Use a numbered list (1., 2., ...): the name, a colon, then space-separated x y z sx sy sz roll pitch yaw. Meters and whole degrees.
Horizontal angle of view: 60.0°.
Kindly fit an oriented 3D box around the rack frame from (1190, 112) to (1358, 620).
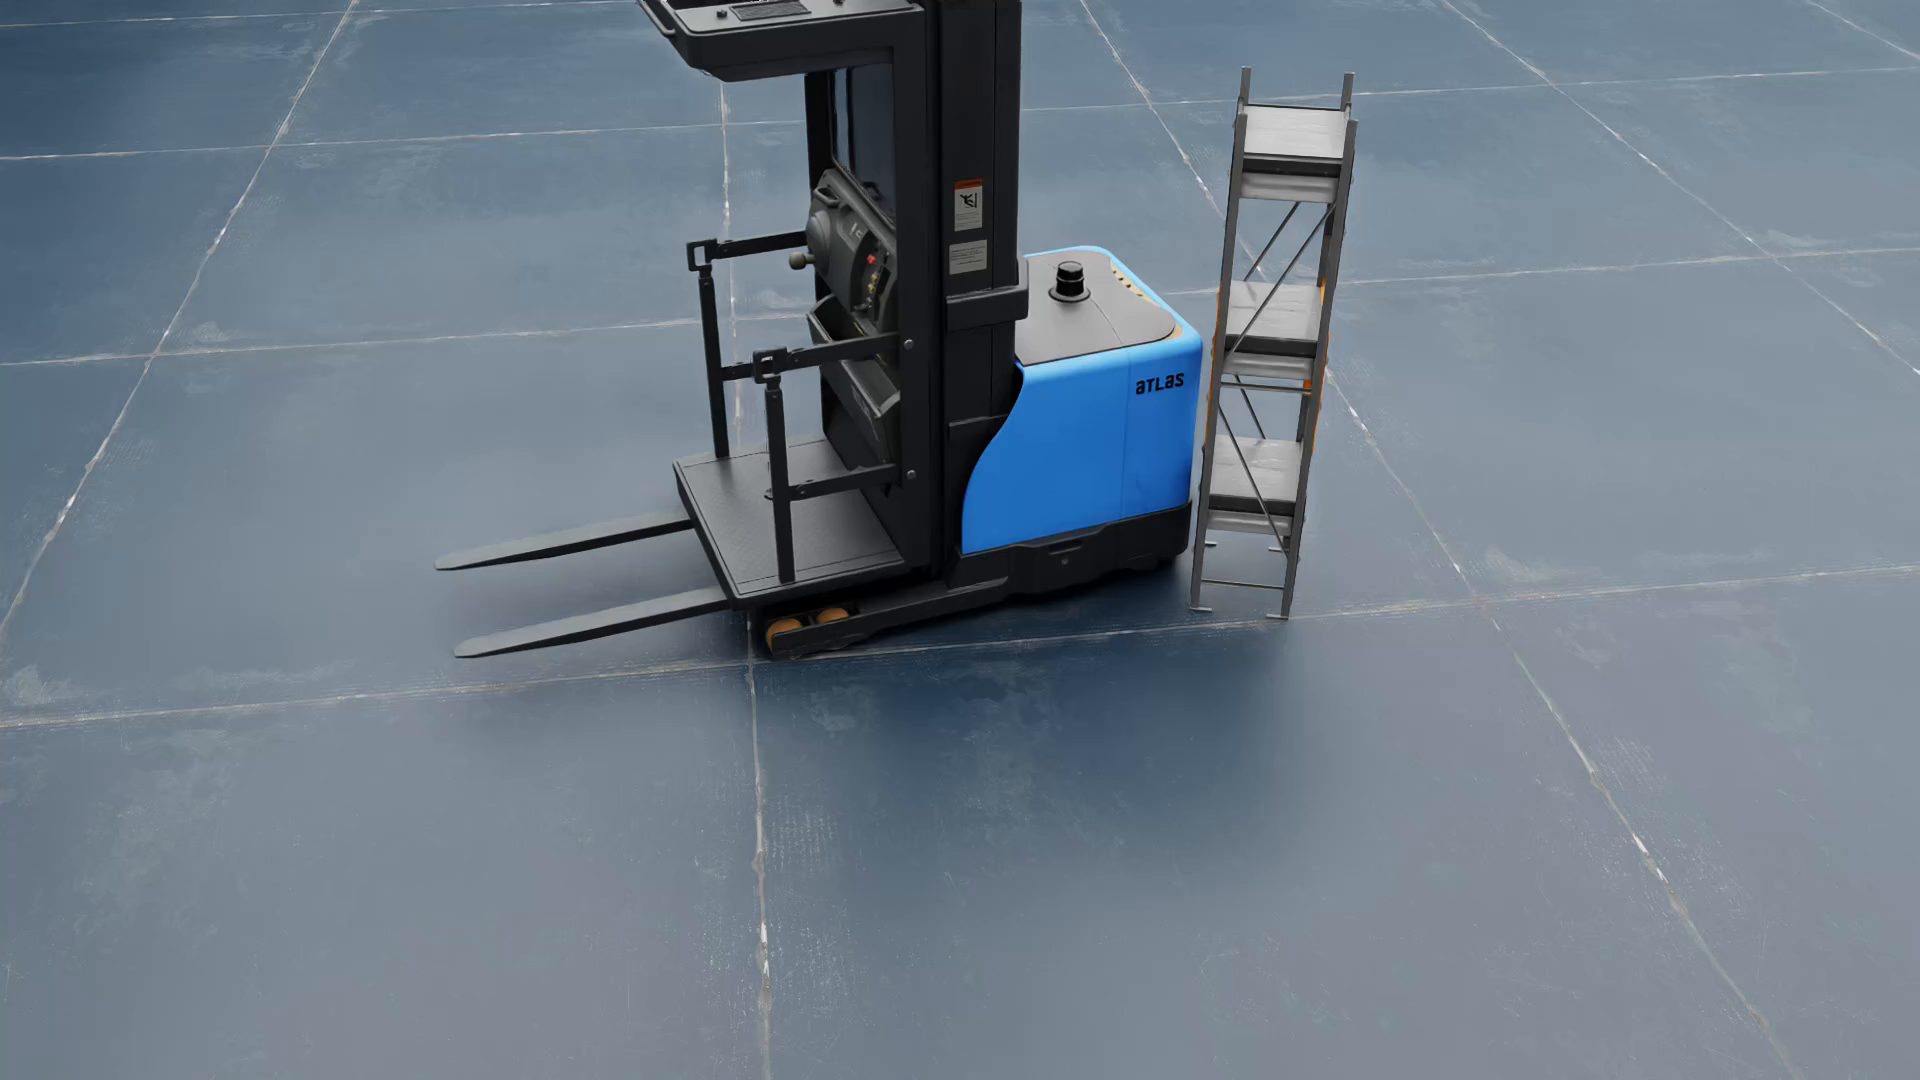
1. rack frame: 1.141 -0.564 6.213 0.400 2.100 0.015 6 35 8

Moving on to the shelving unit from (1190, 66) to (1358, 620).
1. shelving unit: 1.183 -0.699 6.411 0.431 2.100 0.503 6 35 8

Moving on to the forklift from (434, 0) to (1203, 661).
1. forklift: -0.597 -1.072 6.221 3.031 2.935 1.130 -12 36 -17

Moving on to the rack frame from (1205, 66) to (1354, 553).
1. rack frame: 1.224 -0.835 6.610 0.400 2.100 0.015 6 35 8

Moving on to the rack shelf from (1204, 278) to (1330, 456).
1. rack shelf: 1.183 -0.688 6.419 0.431 0.518 0.480 6 35 8

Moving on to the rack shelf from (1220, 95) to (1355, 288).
1. rack shelf: 1.183 -1.266 6.025 0.431 0.518 0.480 6 35 8

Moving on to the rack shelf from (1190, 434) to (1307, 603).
1. rack shelf: 1.183 -0.109 6.813 0.431 0.518 0.480 6 35 8
